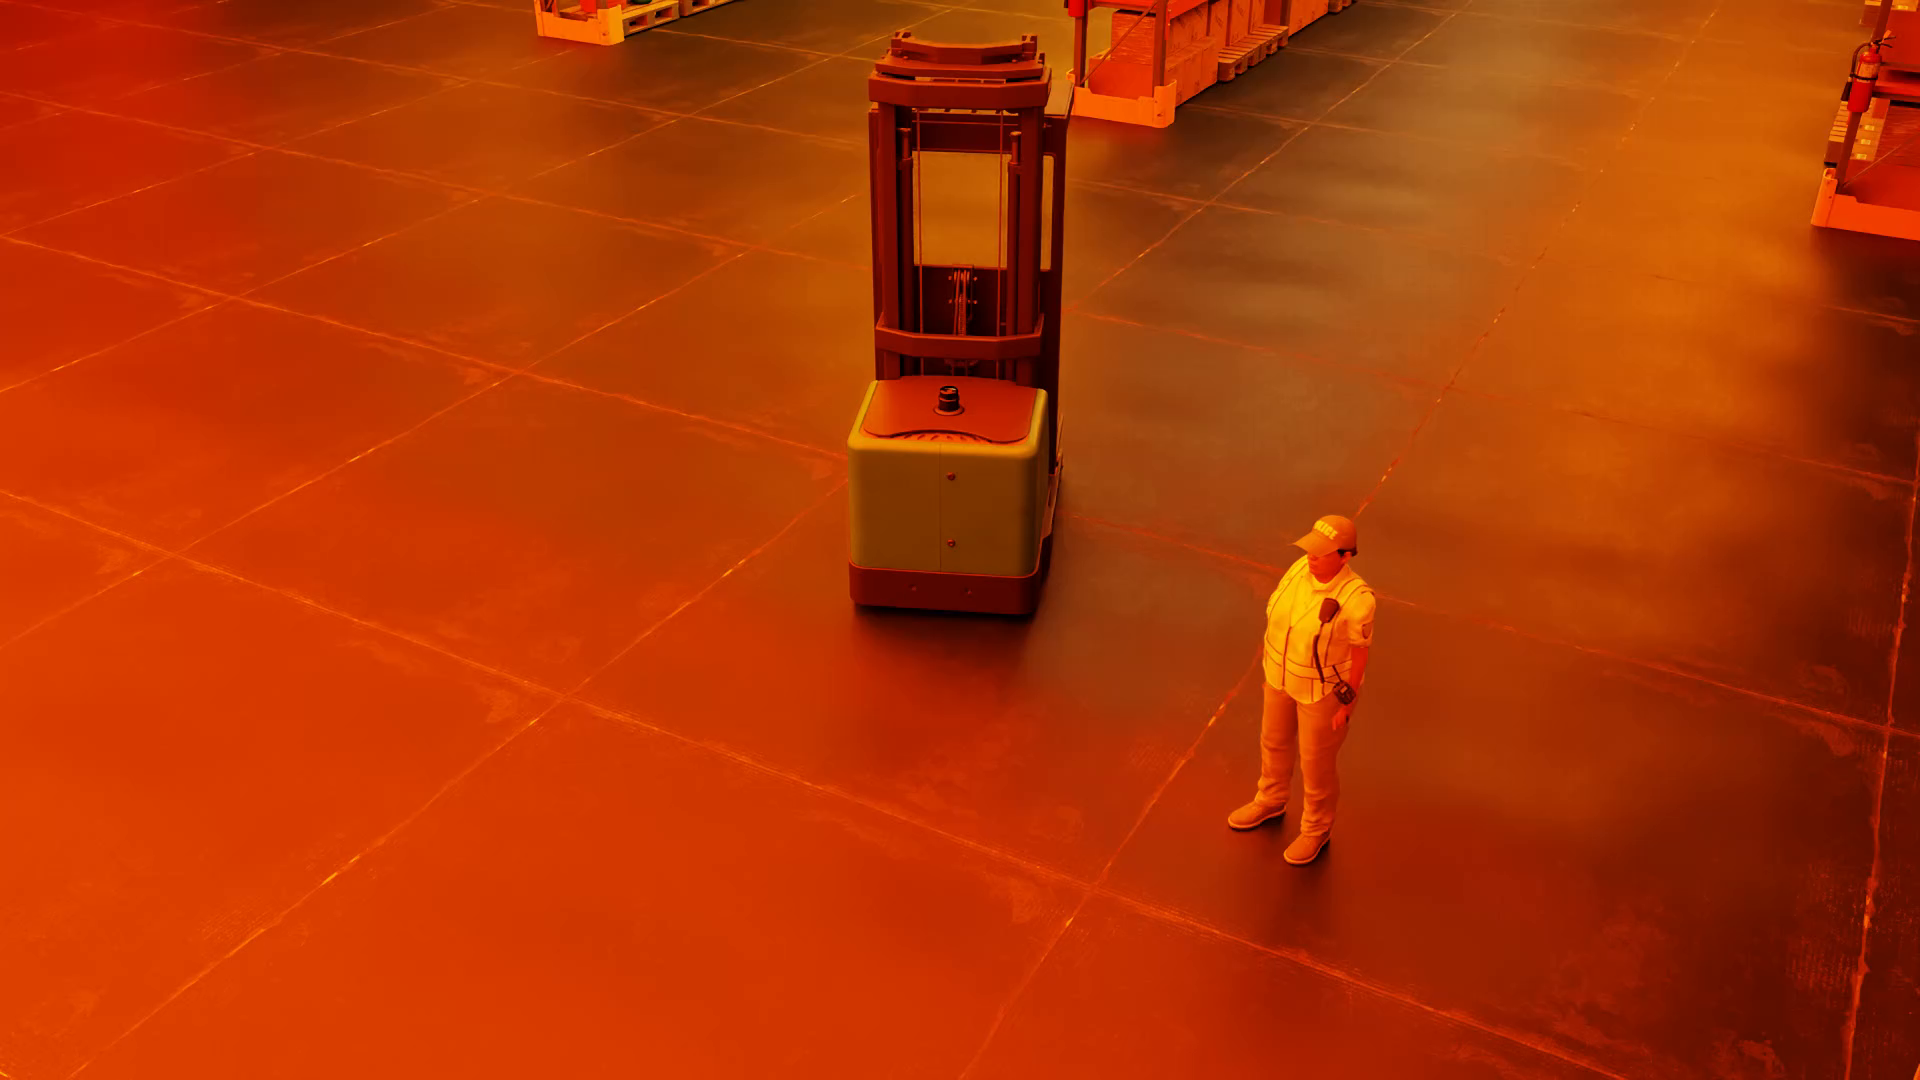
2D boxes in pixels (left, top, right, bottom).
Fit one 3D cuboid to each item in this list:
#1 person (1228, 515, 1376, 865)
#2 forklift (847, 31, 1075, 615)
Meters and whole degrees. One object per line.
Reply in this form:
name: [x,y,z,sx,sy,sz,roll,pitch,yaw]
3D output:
person: [1.515,0.630,7.254,0.392,1.667,0.482,-22,37,-33]
forklift: [0.072,-1.572,9.794,1.130,2.935,3.031,3,30,6]
